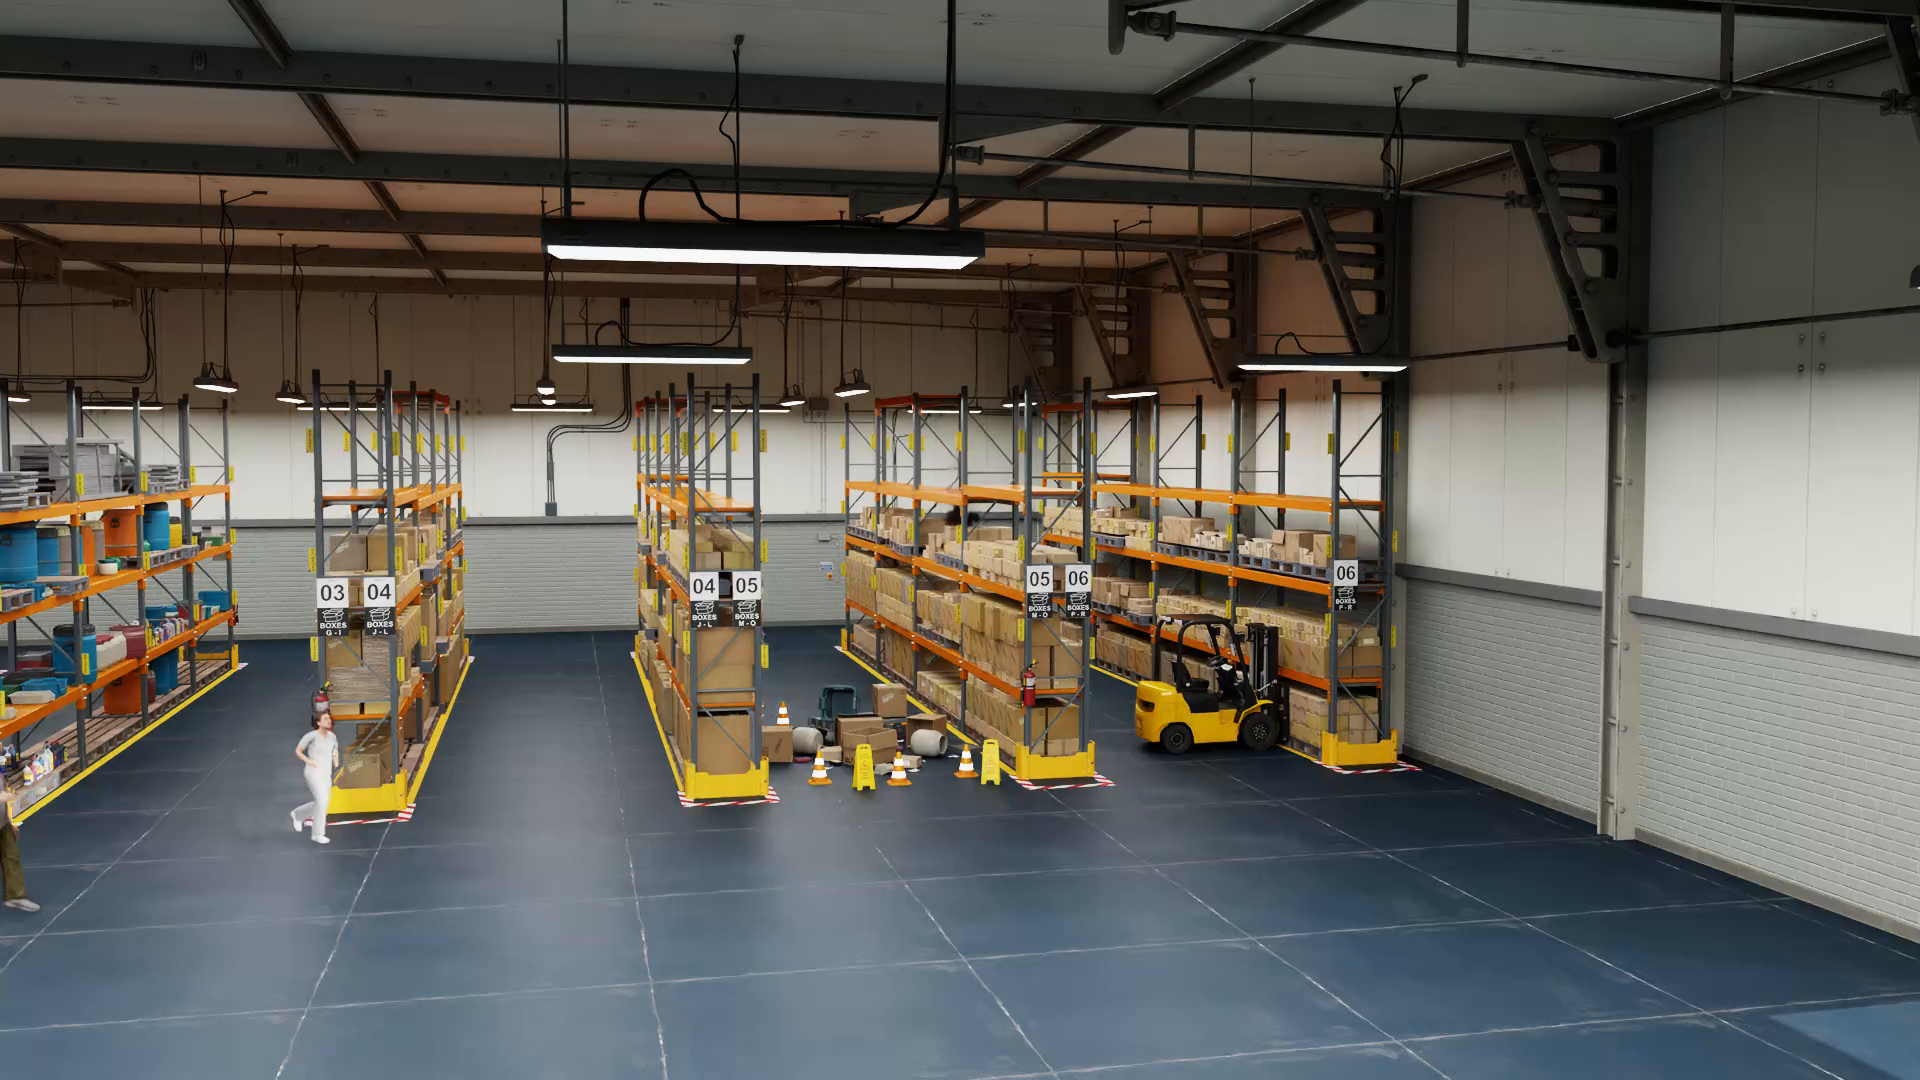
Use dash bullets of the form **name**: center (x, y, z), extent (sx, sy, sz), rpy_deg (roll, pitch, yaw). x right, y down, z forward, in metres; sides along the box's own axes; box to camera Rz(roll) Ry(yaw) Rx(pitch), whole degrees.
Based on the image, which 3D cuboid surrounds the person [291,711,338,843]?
- **person**: center (-8.184, 2.987, 21.167), extent (0.717, 1.638, 0.604), rpy_deg (2, 4, 30)

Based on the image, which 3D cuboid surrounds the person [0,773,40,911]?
- **person**: center (-10.306, 3.060, 17.648), extent (0.997, 1.786, 0.707), rpy_deg (0, 3, 6)
